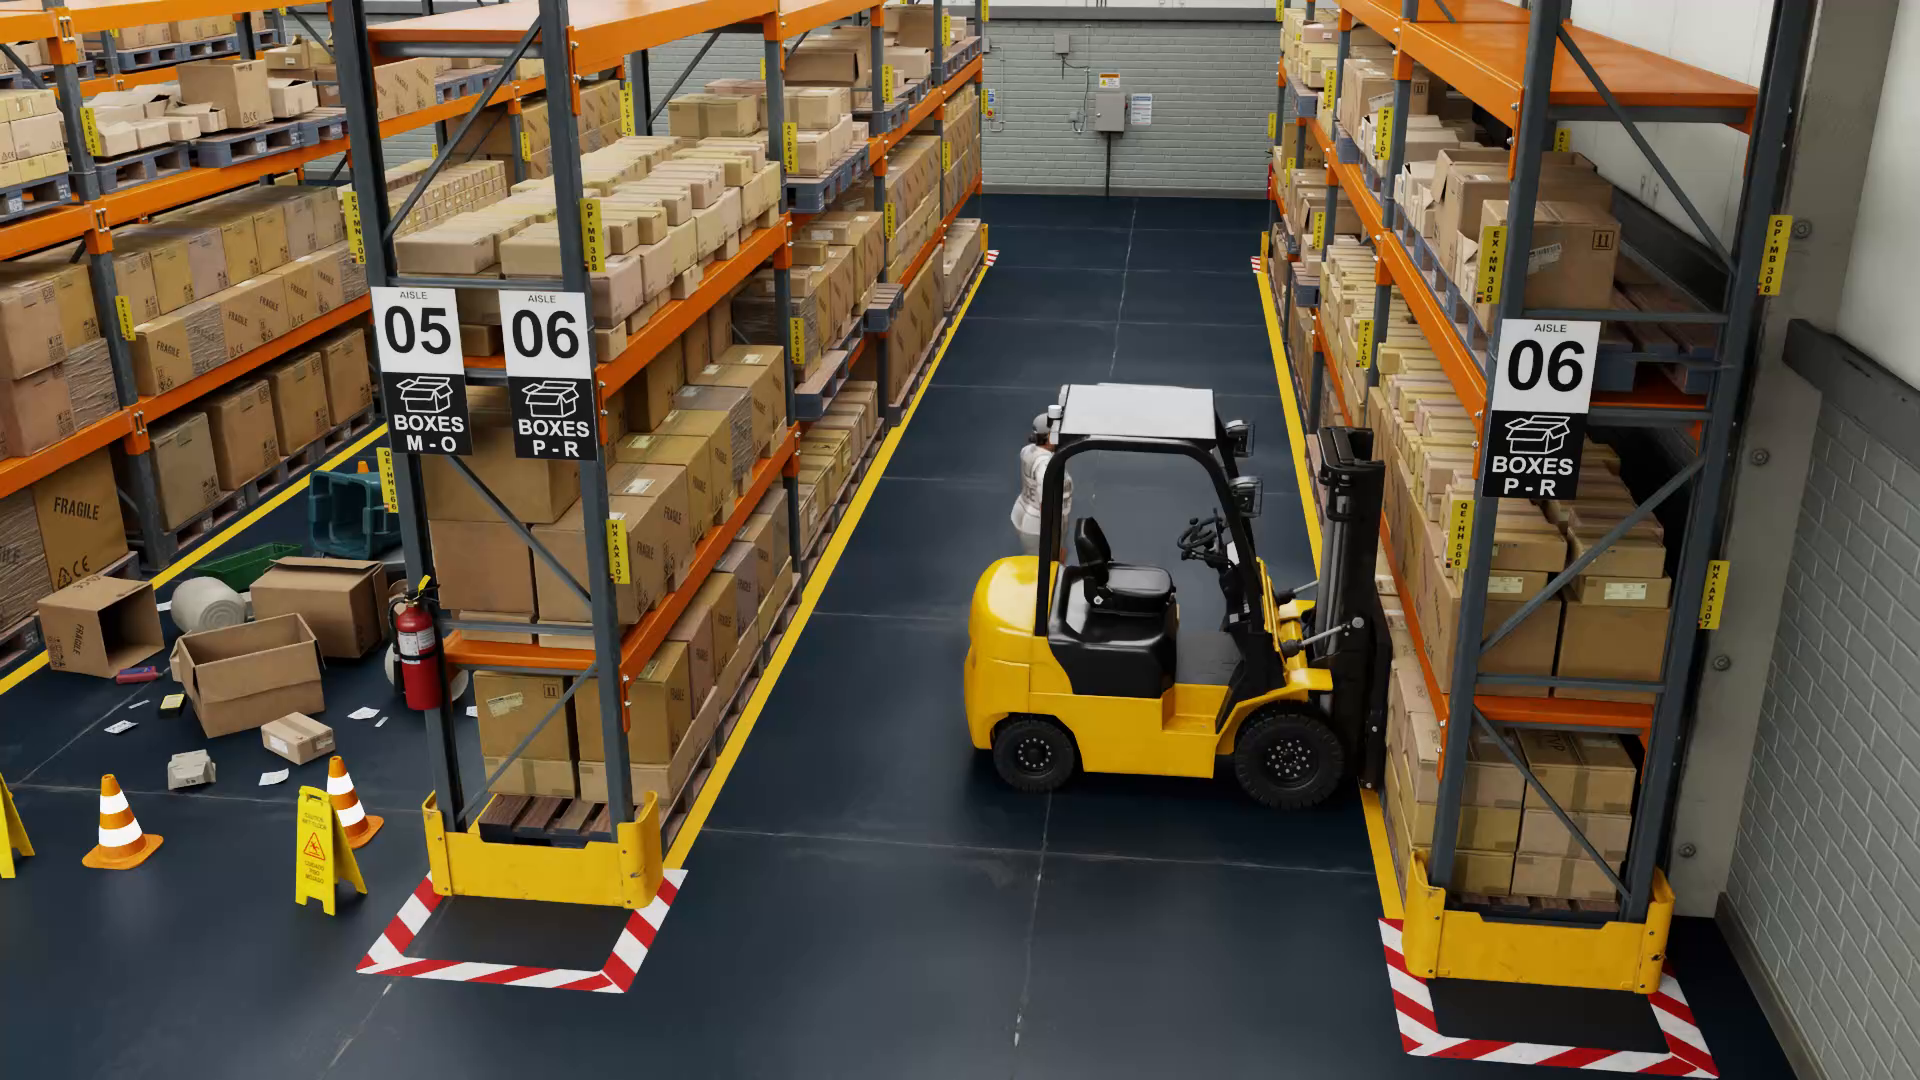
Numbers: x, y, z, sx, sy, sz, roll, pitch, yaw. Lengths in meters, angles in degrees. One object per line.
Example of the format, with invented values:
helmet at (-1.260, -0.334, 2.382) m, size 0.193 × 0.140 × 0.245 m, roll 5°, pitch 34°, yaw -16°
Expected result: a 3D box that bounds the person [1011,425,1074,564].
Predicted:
person at (0.556, -0.031, 11.214) m, size 0.406 × 1.685 × 0.617 m, roll -5°, pitch 22°, yaw -12°
